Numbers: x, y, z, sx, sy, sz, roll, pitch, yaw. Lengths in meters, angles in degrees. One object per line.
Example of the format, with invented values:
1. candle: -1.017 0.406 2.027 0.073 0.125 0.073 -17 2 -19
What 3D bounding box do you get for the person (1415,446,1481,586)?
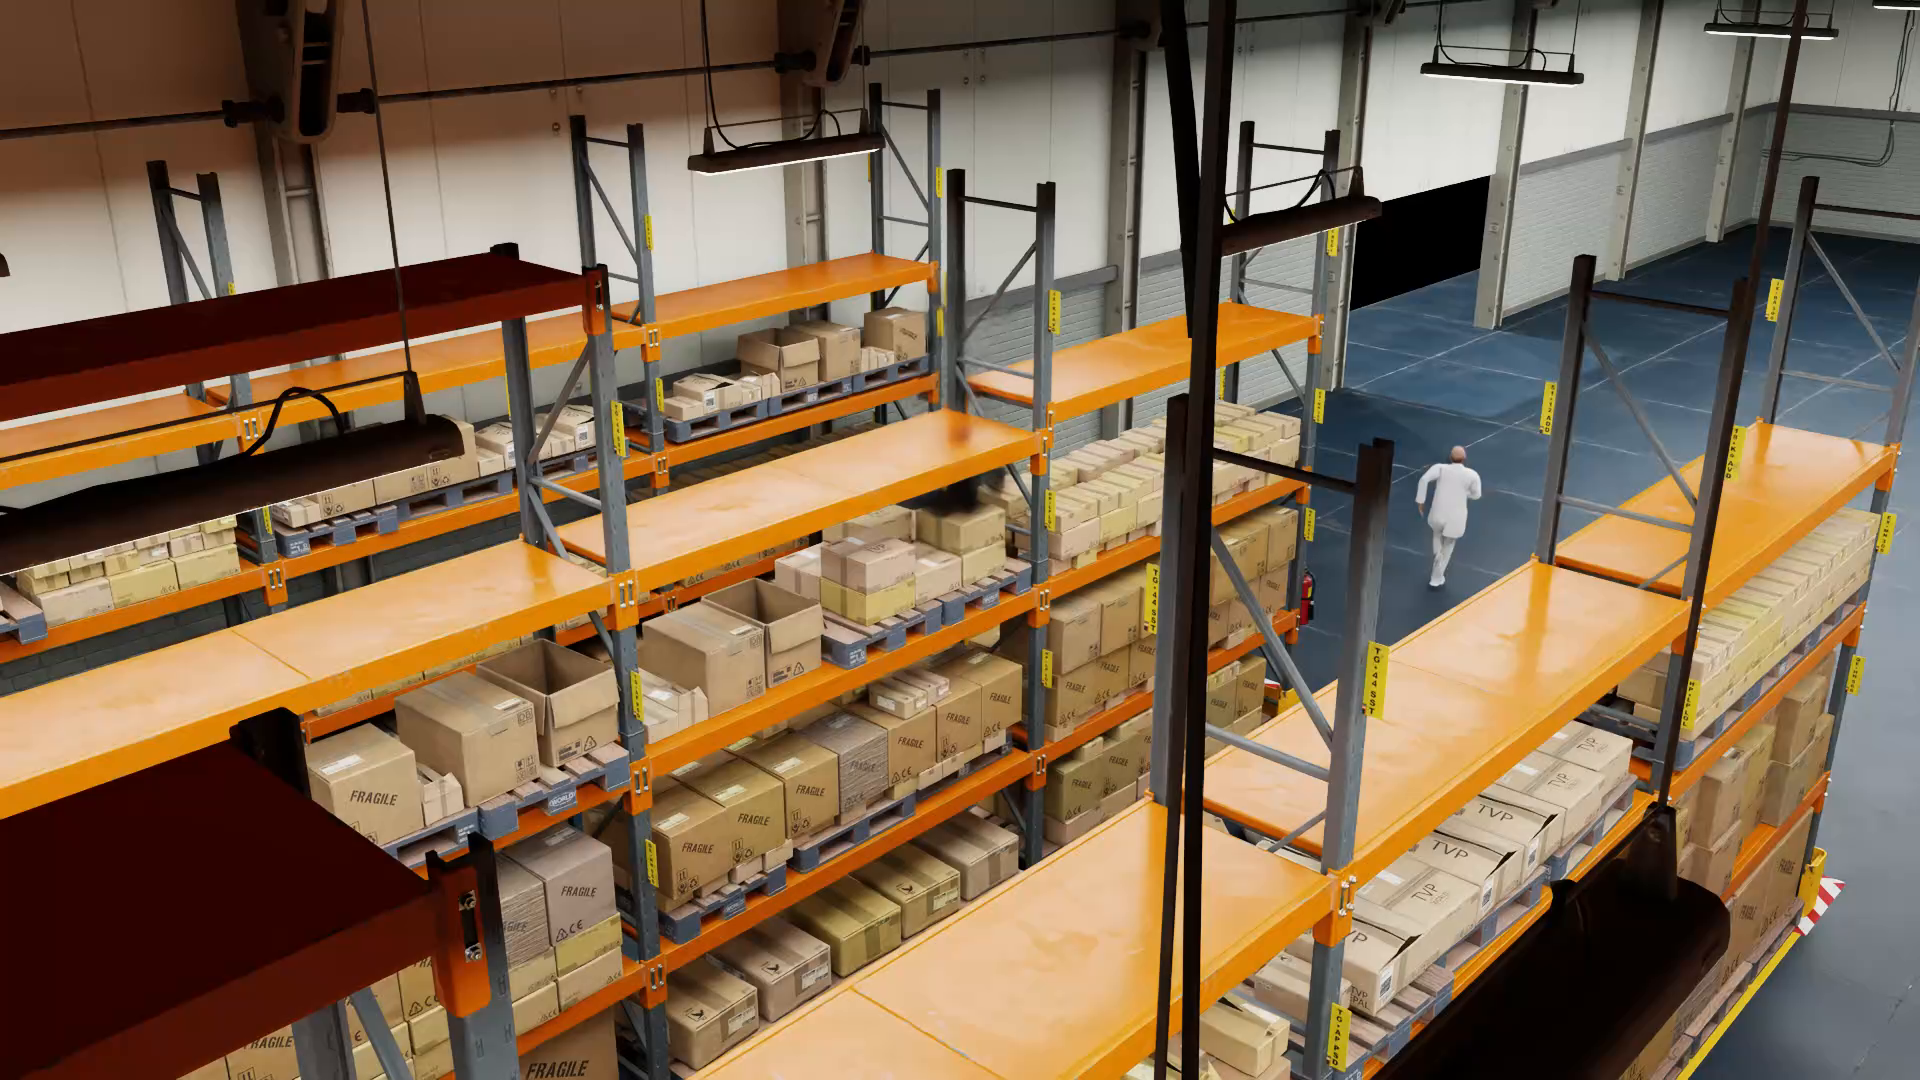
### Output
1. person: 5.973 -0.323 20.430 0.759 1.728 0.794 6 22 16
